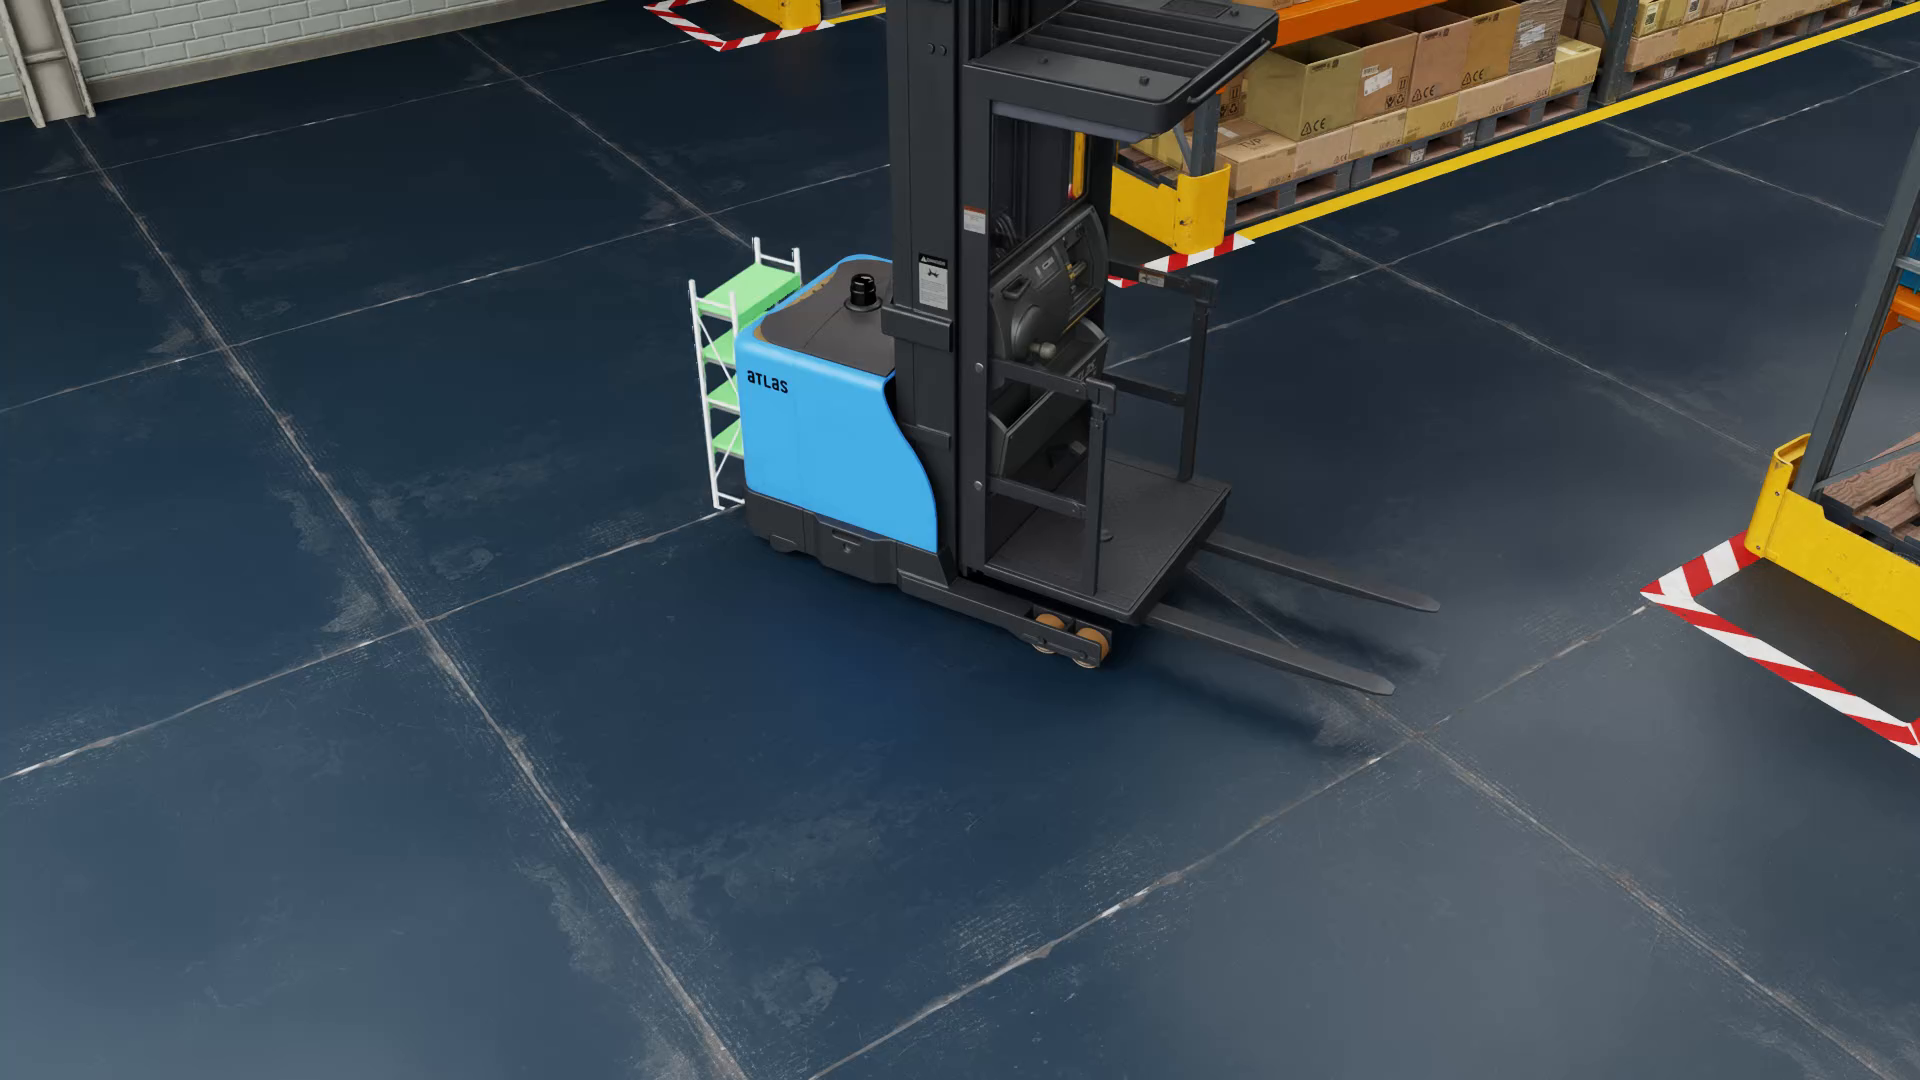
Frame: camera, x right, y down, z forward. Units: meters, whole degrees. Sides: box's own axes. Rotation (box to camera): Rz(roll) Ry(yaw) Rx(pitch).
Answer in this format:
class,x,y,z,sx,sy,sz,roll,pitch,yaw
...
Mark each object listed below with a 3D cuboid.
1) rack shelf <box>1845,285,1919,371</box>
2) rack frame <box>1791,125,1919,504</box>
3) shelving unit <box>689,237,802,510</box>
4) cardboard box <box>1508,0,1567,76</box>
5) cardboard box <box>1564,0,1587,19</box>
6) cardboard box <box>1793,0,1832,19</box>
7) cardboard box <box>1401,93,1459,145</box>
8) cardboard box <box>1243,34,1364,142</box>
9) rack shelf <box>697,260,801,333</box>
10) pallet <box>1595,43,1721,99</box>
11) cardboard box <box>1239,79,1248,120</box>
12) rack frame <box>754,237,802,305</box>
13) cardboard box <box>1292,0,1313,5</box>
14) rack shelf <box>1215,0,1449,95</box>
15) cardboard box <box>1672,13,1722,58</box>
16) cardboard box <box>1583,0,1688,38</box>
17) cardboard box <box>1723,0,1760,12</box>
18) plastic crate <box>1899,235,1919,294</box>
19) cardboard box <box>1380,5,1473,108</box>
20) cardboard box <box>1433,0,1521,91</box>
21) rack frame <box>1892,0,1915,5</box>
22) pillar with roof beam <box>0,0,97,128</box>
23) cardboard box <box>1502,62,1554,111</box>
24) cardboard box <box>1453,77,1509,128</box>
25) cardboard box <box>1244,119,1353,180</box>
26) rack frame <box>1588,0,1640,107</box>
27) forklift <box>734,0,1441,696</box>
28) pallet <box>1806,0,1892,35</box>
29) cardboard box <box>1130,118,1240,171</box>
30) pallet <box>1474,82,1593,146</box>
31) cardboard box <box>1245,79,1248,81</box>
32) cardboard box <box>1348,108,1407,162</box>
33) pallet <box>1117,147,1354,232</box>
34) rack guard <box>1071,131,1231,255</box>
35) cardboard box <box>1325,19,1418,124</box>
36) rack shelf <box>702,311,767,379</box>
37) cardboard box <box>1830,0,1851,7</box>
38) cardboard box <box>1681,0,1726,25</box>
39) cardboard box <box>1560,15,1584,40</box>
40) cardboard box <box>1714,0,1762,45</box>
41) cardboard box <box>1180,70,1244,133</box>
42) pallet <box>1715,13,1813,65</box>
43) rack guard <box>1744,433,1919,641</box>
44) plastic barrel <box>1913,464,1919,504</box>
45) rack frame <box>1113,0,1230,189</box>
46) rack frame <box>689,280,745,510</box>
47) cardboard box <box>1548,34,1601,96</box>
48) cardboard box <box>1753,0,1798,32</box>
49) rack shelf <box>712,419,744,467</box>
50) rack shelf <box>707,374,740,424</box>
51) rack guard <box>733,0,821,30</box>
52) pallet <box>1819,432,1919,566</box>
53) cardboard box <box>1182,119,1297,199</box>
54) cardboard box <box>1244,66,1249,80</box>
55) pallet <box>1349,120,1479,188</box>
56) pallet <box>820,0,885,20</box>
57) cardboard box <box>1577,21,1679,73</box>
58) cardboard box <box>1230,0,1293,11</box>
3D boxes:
class,x,y,z,sx,sy,sz,roll,pitch,yaw
rack shelf,5.687,-1.308,7.616,4.000,0.370,1.077,-22,41,-28
rack frame,4.052,-0.927,6.471,0.127,3.000,1.000,-22,41,-28
shelving unit,-0.953,-0.739,7.747,0.258,1.200,0.503,18,39,24
cardboard box,3.803,-3.574,11.503,0.500,0.500,0.500,-22,41,-28
cardboard box,4.638,-4.193,12.526,0.500,0.311,0.500,-22,41,-28
cardboard box,6.620,-4.402,13.296,0.500,0.250,0.500,-21,41,-27
cardboard box,2.996,-2.925,11.243,0.500,0.250,0.500,-22,41,-28
cardboard box,2.176,-2.895,10.559,0.500,0.500,0.500,-22,41,-28
rack shelf,-0.956,-1.077,7.506,0.258,0.148,0.480,18,39,24
pallet,5.051,-3.773,12.815,1.213,0.211,1.003,-22,41,-28
cardboard box,1.872,-2.842,11.128,0.500,0.250,0.500,-22,41,-28
rack frame,-0.832,-0.862,7.919,0.240,1.200,0.015,18,39,24
cardboard box,2.017,-3.663,10.189,0.500,0.500,0.700,-21,41,-27
rack shelf,2.837,-3.673,10.905,4.000,0.370,1.077,-22,41,-28
cardboard box,5.363,-3.881,12.573,0.500,0.250,0.500,-21,41,-27
cardboard box,4.953,-3.940,12.174,0.500,0.311,0.500,-22,41,-28
cardboard box,5.787,-4.281,12.648,0.500,0.311,0.500,-24,42,-29
plastic crate,4.289,-1.178,6.947,0.616,0.251,0.499,-22,41,-28
cardboard box,2.996,-3.229,11.023,0.500,0.500,0.500,-22,41,-28
cardboard box,3.397,-3.404,11.267,0.500,0.500,0.500,-22,41,-28
rack frame,7.741,-5.984,13.501,0.127,3.000,1.000,-22,41,-28
pillar with roof beam,-4.005,-4.667,6.532,0.400,9.000,9.100,-22,41,-28
cardboard box,3.804,-3.269,11.721,0.500,0.250,0.500,-22,41,-28
cardboard box,3.404,-3.093,11.477,0.500,0.250,0.500,-22,41,-28
cardboard box,2.175,-2.591,10.779,0.500,0.250,0.500,-22,41,-28
rack frame,4.472,-4.638,11.630,0.127,3.000,1.000,-22,41,-28
forklift,0.545,-1.008,6.641,3.031,2.935,1.130,18,40,24
pallet,7.046,-4.593,13.956,1.213,0.211,1.003,-22,41,-28
cardboard box,1.470,-2.668,10.886,0.500,0.250,0.500,-22,41,-28
pallet,3.797,-3.259,12.100,1.213,0.211,1.003,-22,41,-28
cardboard box,2.280,-3.011,11.363,0.500,0.250,0.500,-22,41,-28
cardboard box,2.584,-2.759,11.013,0.500,0.250,0.500,-22,41,-28
pallet,1.803,-2.438,10.959,1.213,0.211,1.003,-22,41,-28
rack guard,1.182,-2.270,10.478,0.348,0.500,1.175,-22,41,-28
cardboard box,2.577,-3.069,10.801,0.500,0.500,0.500,-22,41,-28
rack shelf,-0.955,-0.882,7.645,0.258,0.148,0.480,18,39,24
cardboard box,7.032,-4.569,13.530,0.500,0.250,0.500,-23,42,-28
cardboard box,5.365,-4.106,12.405,0.500,0.311,0.500,-23,42,-28
cardboard box,4.644,-3.970,12.697,0.500,0.250,0.500,-23,42,-28
cardboard box,5.784,-4.057,12.817,0.500,0.250,0.500,-24,42,-29
cardboard box,1.469,-2.974,10.669,0.500,0.500,0.500,-22,41,-28
pallet,6.049,-4.185,13.389,1.213,0.211,1.003,-22,41,-28
rack guard,4.087,0.039,7.267,0.348,0.500,1.175,-22,41,-28
plastic barrel,4.546,-0.346,7.433,0.421,0.512,0.421,0,36,0
rack frame,1.202,-3.293,9.759,0.127,3.000,1.000,-22,41,-28
rack frame,-1.074,-0.615,7.575,0.240,1.200,0.015,18,39,24
cardboard box,4.218,-3.432,11.948,0.500,0.250,0.500,-22,41,-28
cardboard box,6.201,-4.227,13.054,0.500,0.250,0.500,-22,41,-27
rack shelf,-0.951,-0.491,7.924,0.258,0.148,0.480,18,39,24
rack shelf,-0.953,-0.686,7.784,0.258,0.148,0.480,18,39,24
rack guard,-1.593,-4.666,13.810,0.348,0.500,1.175,-22,41,-28
pallet,4.755,-0.114,7.728,1.213,0.211,1.003,-22,41,-28
cardboard box,1.769,-2.421,10.543,0.500,0.250,0.500,-22,41,-28
cardboard box,2.278,-3.317,11.146,0.500,0.500,0.500,-22,41,-28
pallet,2.799,-2.846,11.526,1.213,0.211,1.003,-22,41,-28
pallet,-0.908,-4.806,14.251,1.213,0.211,1.003,-22,41,-28
cardboard box,4.944,-3.710,12.334,0.500,0.250,0.500,-23,42,-29
cardboard box,1.591,-3.484,9.940,0.500,0.500,0.700,-22,41,-28
